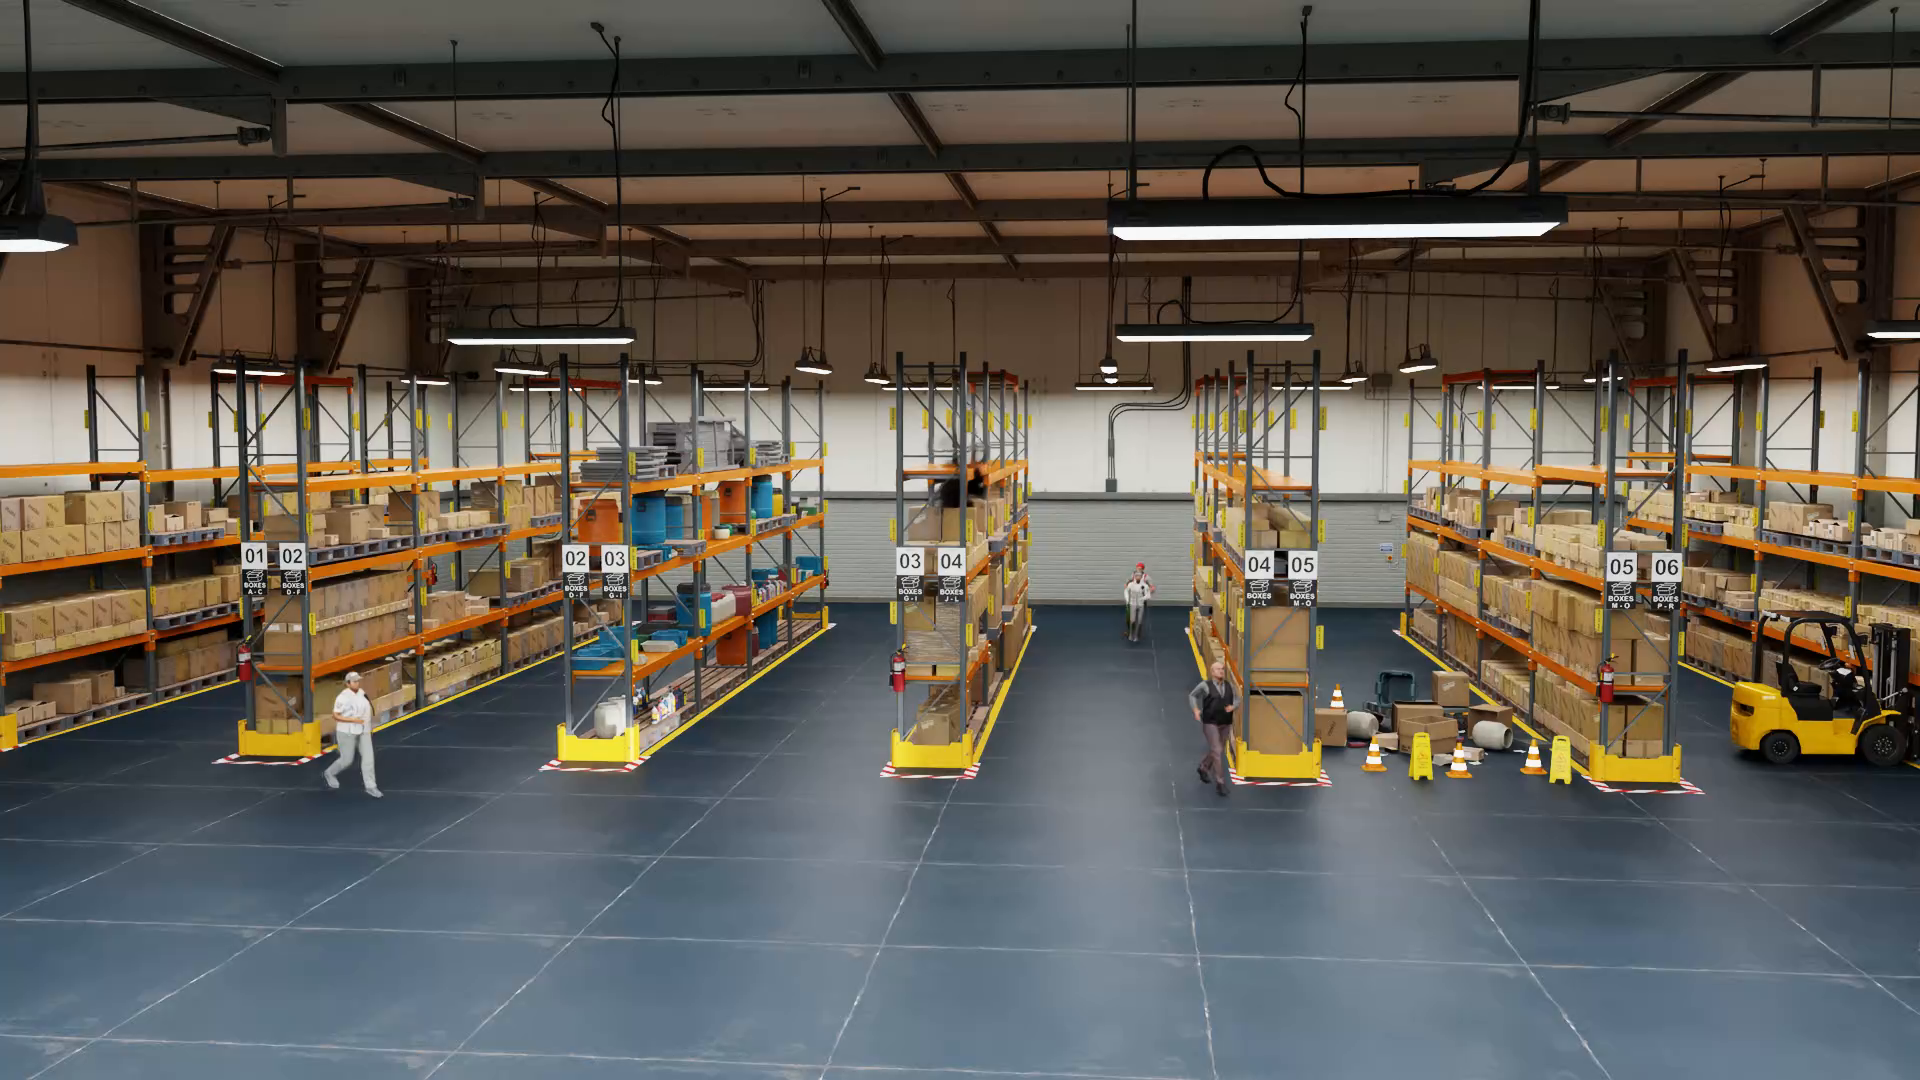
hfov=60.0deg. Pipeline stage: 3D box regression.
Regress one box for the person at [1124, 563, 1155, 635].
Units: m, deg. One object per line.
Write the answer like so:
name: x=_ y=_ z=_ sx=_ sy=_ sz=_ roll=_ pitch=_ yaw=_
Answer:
person: x=4.204 y=1.378 z=39.090 sx=0.729 sy=1.702 sz=0.548 roll=1 pitch=4 yaw=16

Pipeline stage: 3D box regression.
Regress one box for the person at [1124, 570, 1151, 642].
person: x=4.003 y=1.498 z=37.517 sx=0.594 sy=1.642 sz=0.599 roll=0 pitch=4 yaw=6

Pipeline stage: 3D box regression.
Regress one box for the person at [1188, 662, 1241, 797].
person: x=3.511 y=2.537 z=22.616 sx=0.694 sy=1.742 sz=0.893 roll=-2 pitch=4 yaw=-25

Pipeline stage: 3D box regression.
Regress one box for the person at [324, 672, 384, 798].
person: x=-8.112 y=2.588 z=22.208 sx=0.931 sy=1.674 sz=0.624 roll=2 pitch=5 yaw=27
